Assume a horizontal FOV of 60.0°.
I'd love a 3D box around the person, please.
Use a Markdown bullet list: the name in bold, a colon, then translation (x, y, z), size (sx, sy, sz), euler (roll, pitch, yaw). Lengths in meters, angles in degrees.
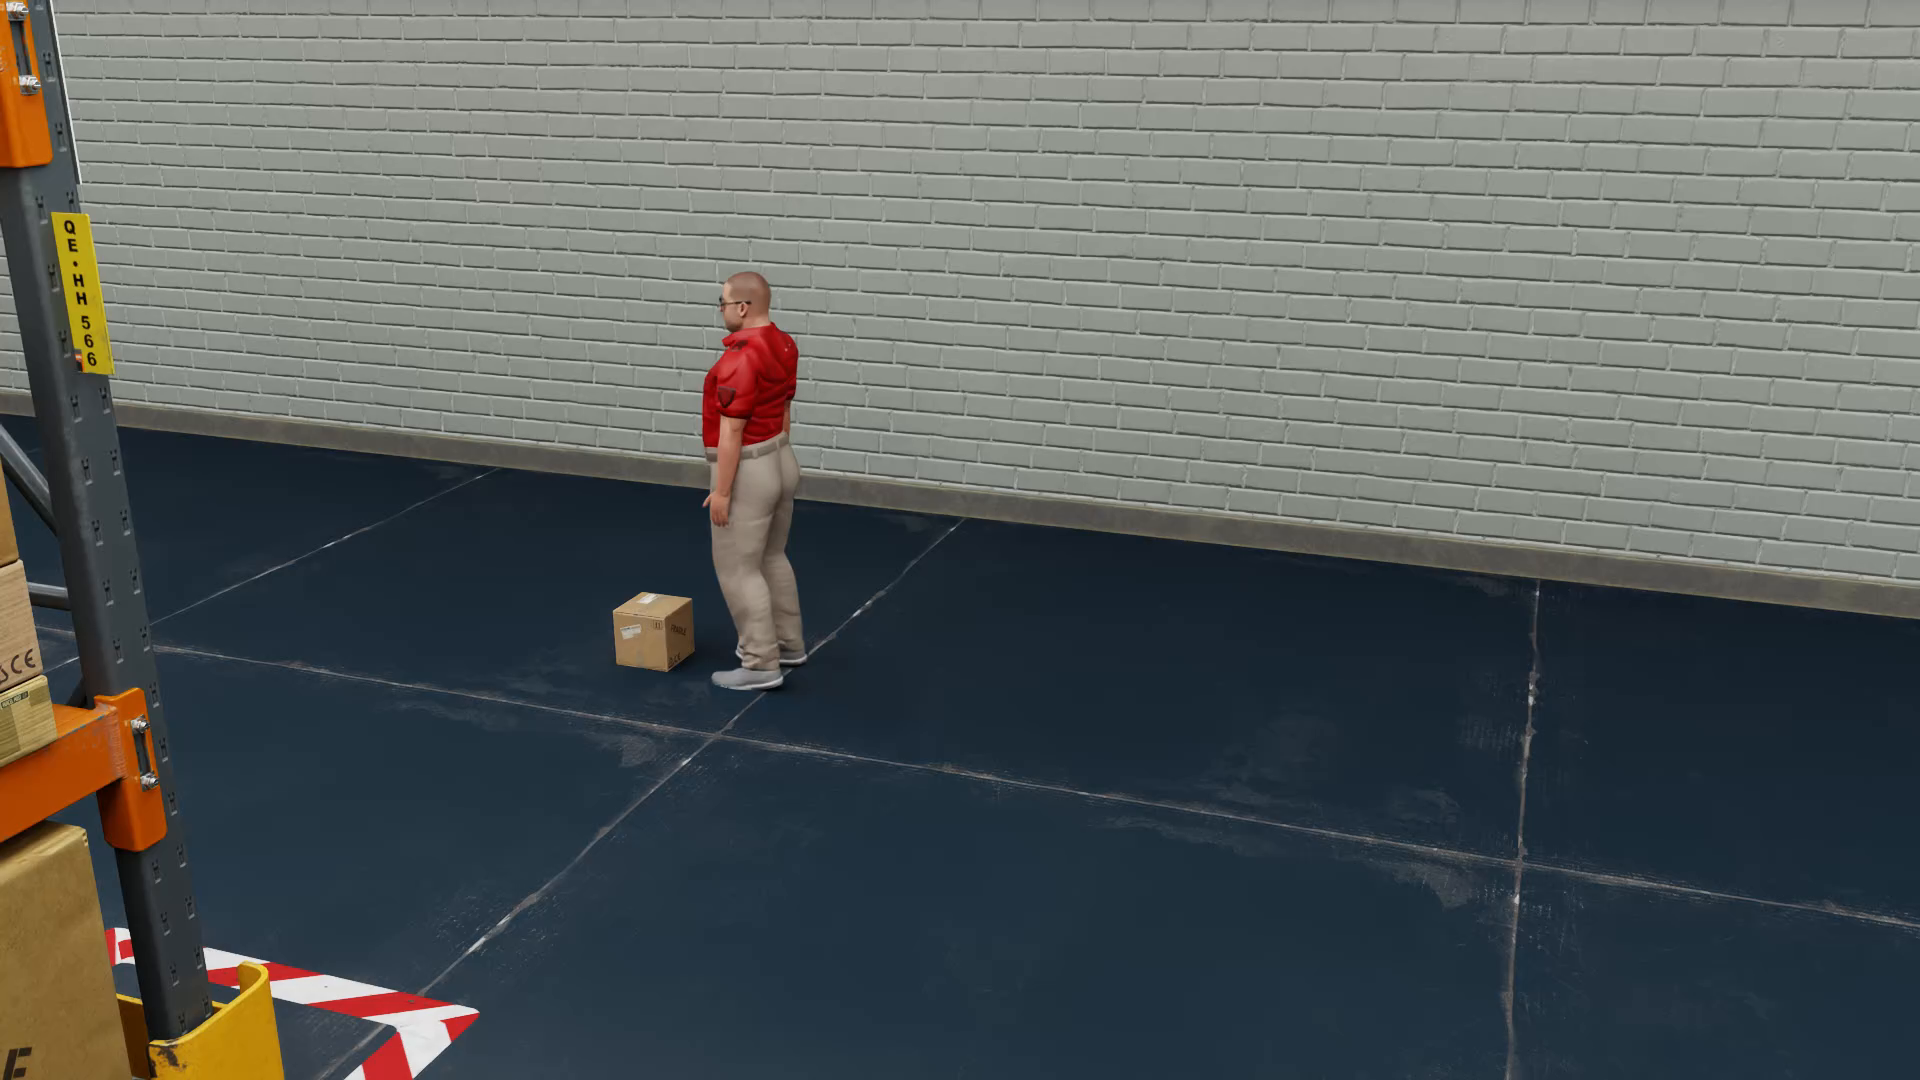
- **person**: translation (-0.875, -0.237, 6.833), size (0.363, 1.739, 0.527), euler (7, 20, 19)
